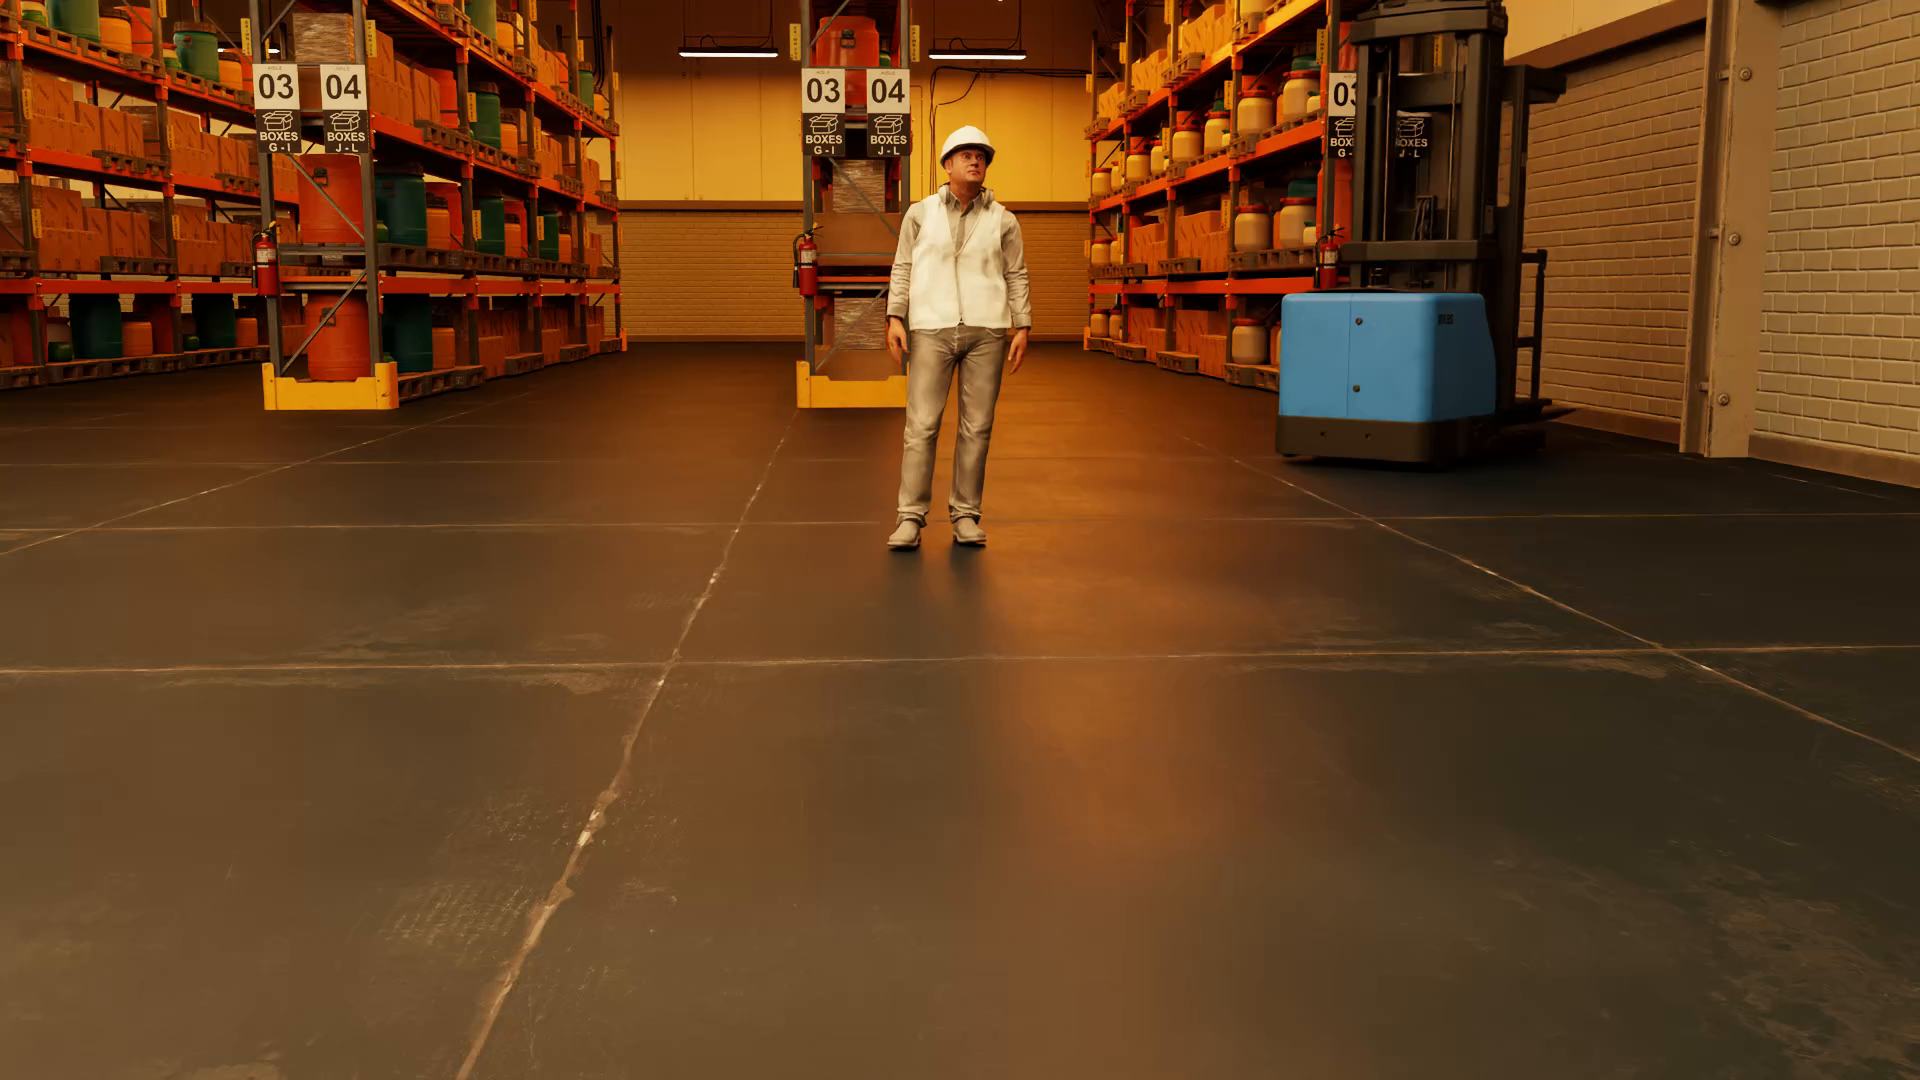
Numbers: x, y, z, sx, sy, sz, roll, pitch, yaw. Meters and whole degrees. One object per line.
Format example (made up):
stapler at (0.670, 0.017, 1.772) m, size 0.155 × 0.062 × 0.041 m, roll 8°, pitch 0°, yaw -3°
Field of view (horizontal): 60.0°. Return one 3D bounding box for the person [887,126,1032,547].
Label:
person at (-0.003, -0.875, 7.116) m, size 0.633 × 1.775 × 0.566 m, roll -1°, pitch 8°, yaw -4°

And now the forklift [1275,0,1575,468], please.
forklift at (3.327, -2.054, 11.166) m, size 1.130 × 2.935 × 3.031 m, roll 7°, pitch 11°, yaw 39°
